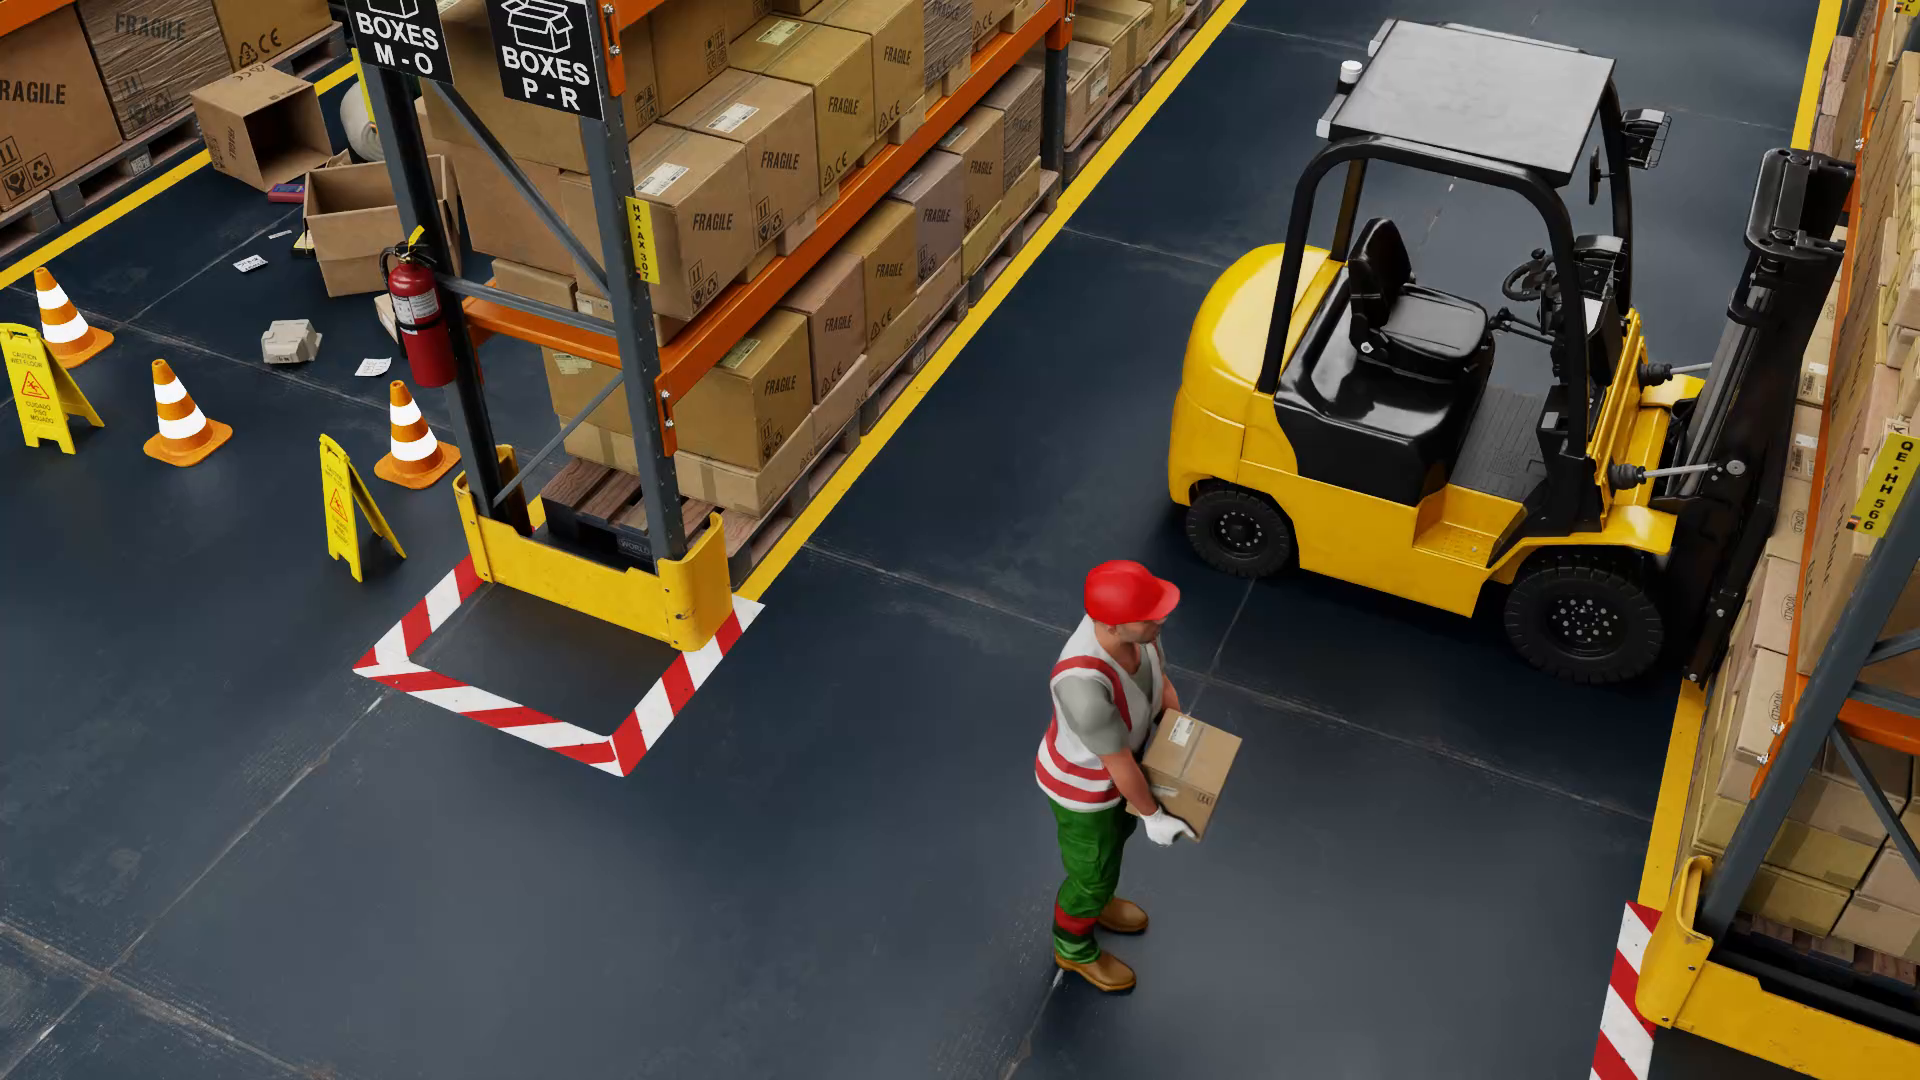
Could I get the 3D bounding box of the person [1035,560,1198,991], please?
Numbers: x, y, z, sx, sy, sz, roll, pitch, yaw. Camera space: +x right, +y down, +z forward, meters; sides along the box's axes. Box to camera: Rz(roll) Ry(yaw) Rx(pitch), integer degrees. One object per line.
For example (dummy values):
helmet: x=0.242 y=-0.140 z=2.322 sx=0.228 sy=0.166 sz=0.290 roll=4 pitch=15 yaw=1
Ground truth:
person: x=0.533 y=0.761 z=5.286 sx=0.557 sy=1.784 sz=0.495 roll=17 pitch=44 yaw=18
